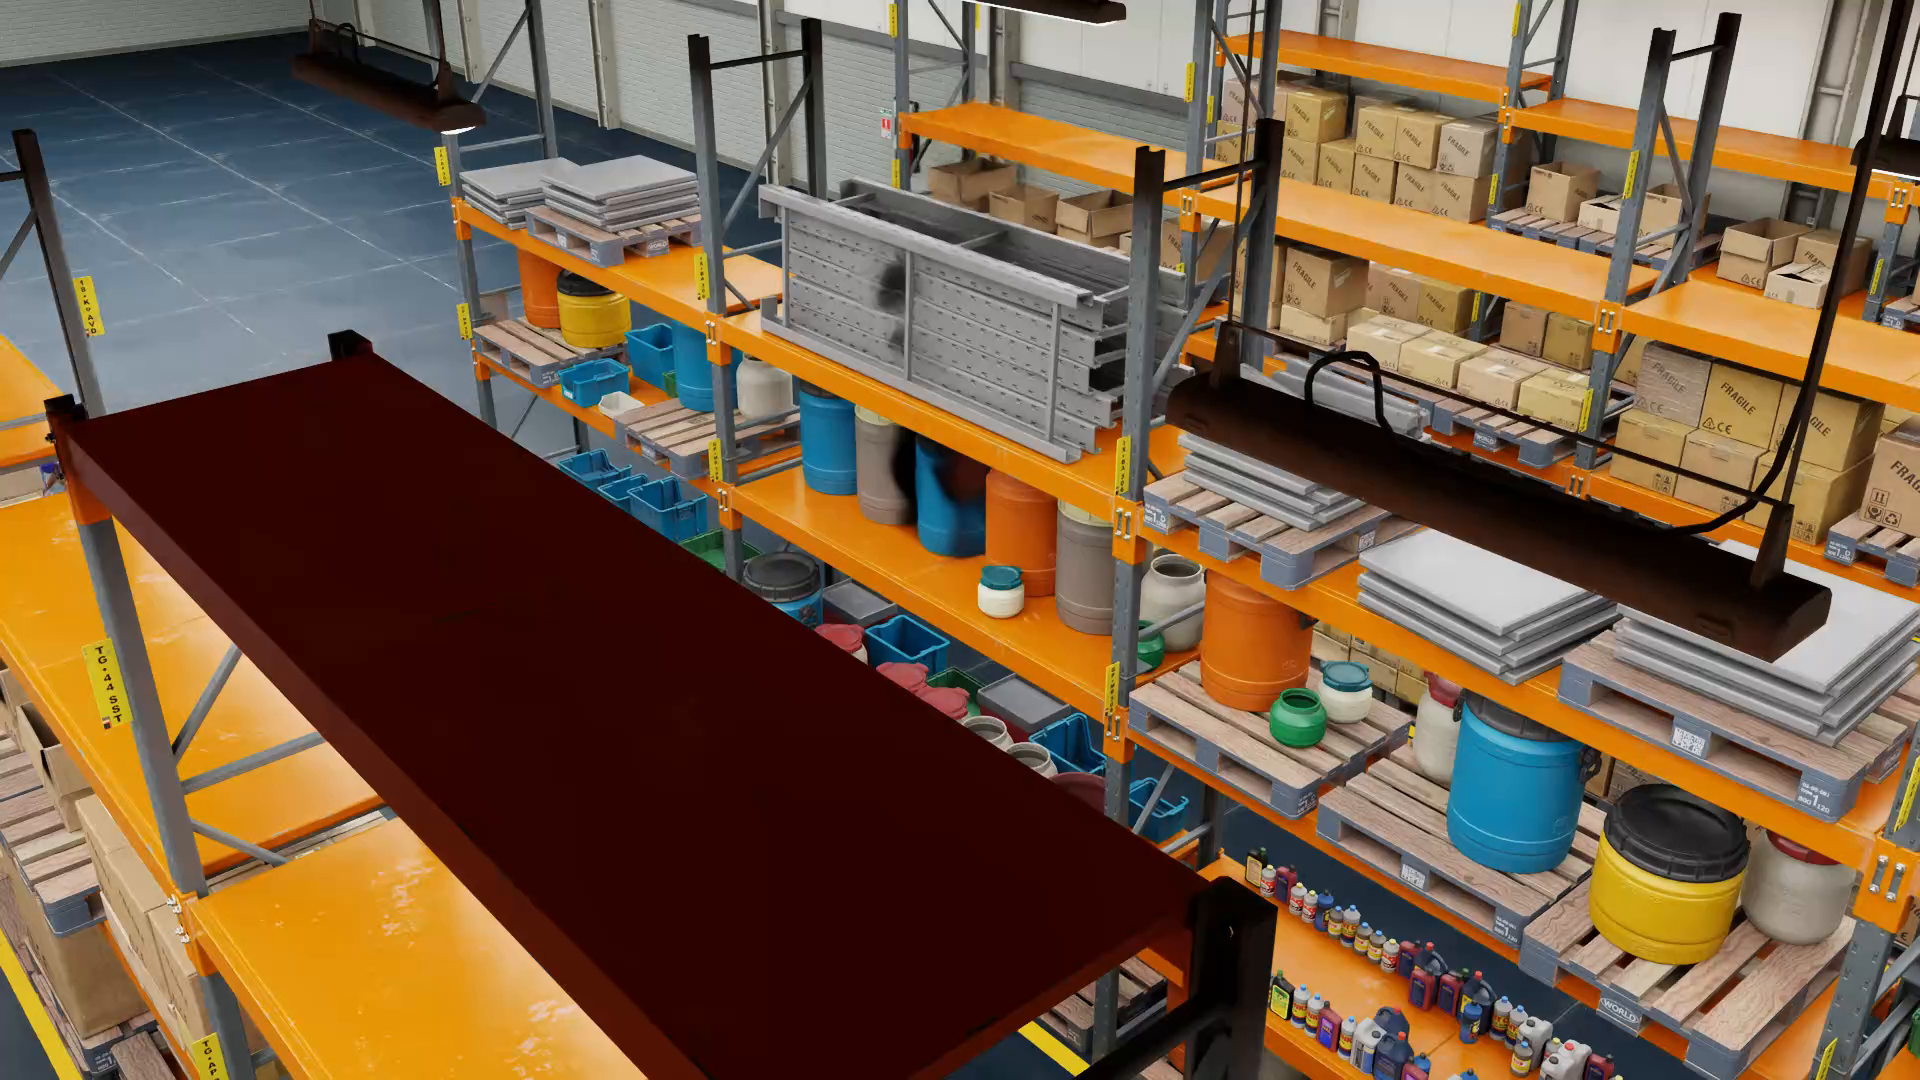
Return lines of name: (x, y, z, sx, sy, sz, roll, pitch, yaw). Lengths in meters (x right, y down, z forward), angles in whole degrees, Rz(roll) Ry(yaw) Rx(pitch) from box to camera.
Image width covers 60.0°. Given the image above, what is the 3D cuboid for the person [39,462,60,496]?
person: (-9.054, -0.237, 16.246, 0.662, 1.685, 0.555, -7, 28, -14)
